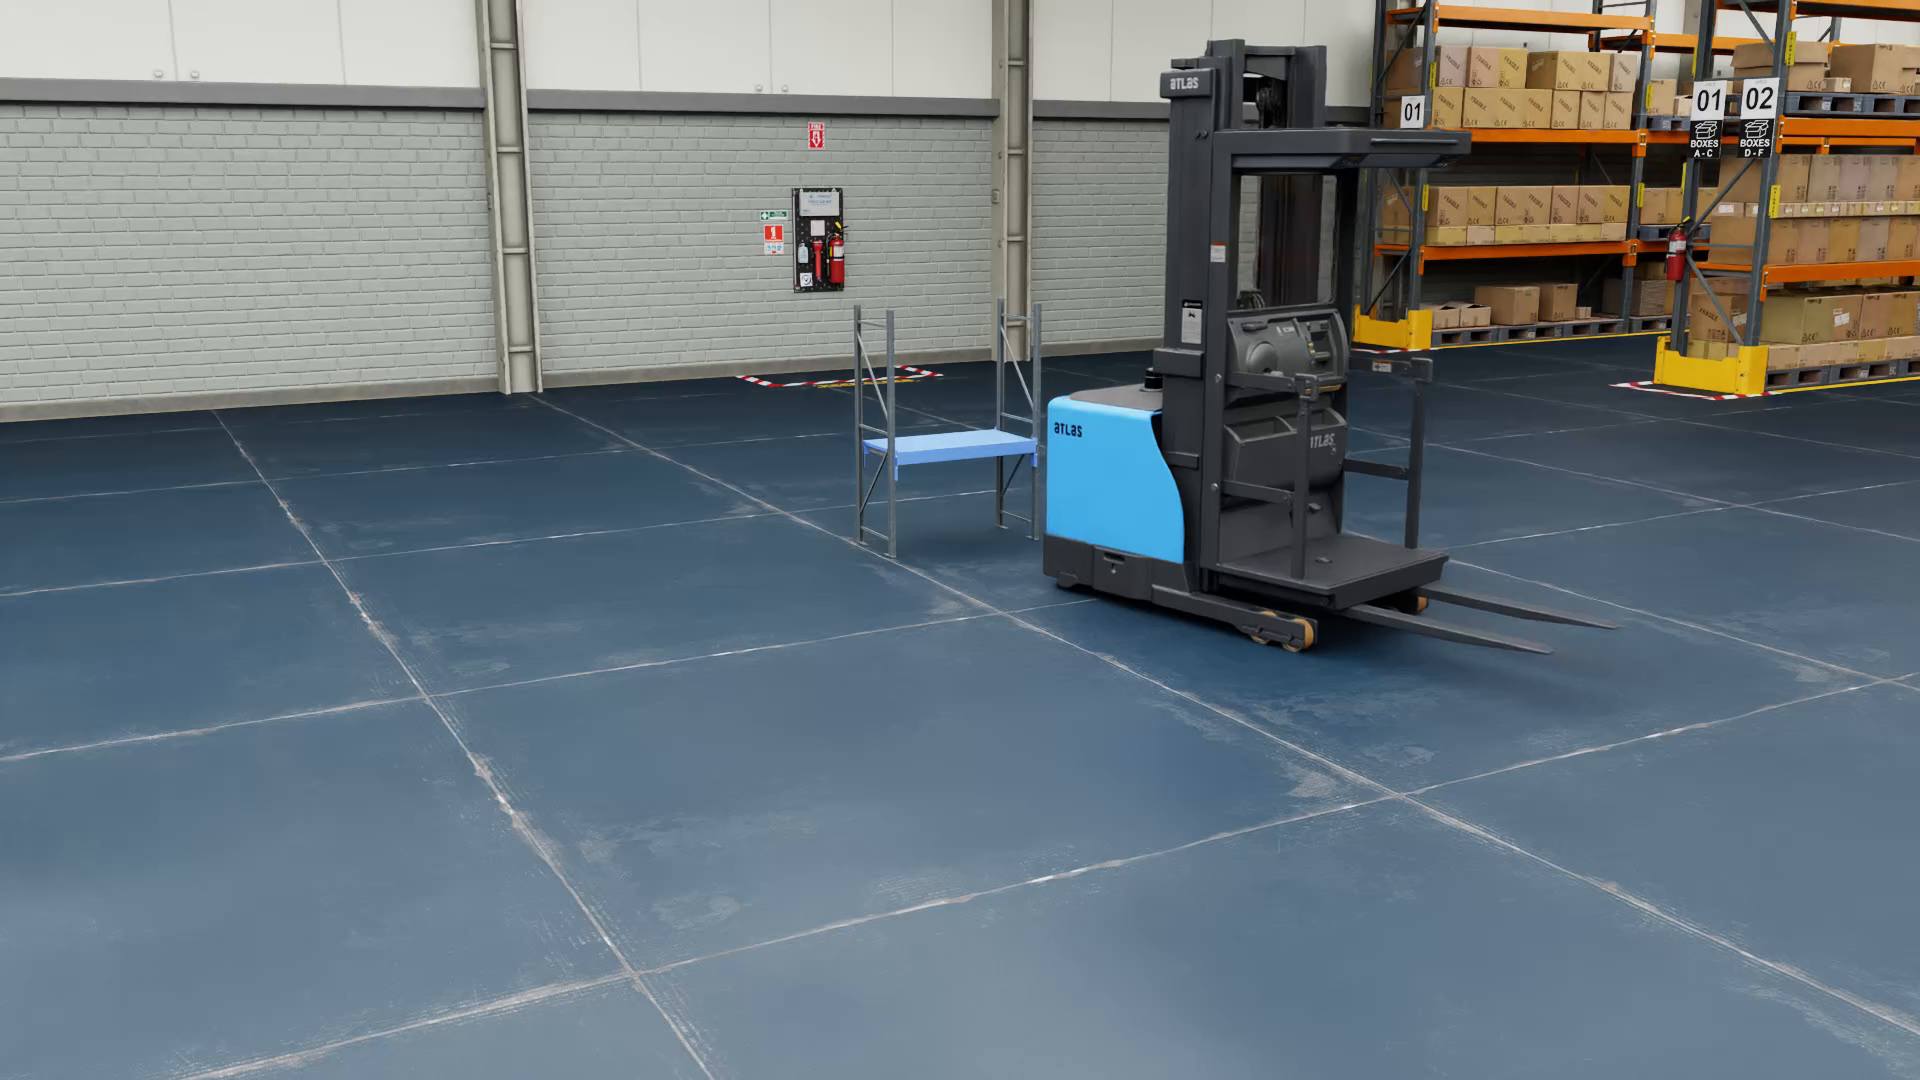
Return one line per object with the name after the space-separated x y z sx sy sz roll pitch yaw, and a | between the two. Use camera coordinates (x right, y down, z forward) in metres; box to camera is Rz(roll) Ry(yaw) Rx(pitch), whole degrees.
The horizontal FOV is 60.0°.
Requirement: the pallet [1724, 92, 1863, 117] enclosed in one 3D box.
8.695 -4.594 17.562 1.213 0.211 1.003 -7 14 -28 | pallet

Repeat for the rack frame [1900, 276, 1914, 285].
11.573 -3.525 19.443 0.127 3.000 1.000 -7 14 -28 | rack frame

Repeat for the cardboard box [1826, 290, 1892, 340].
9.957 -2.505 18.505 0.500 0.500 0.500 -7 14 -28 | cardboard box

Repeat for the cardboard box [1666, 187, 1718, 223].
10.716 -4.923 24.422 0.500 0.500 0.700 -5 14 -20 | cardboard box

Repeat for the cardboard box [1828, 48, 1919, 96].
10.067 -5.164 18.379 0.637 0.503 0.797 -5 14 -22 | cardboard box

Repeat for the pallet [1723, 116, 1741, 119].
10.698 -6.006 24.059 1.003 0.211 1.213 -7 14 -28 | pallet

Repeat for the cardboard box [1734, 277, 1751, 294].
11.592 -3.778 25.256 0.500 0.500 0.700 -7 14 -28 | cardboard box

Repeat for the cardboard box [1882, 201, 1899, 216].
10.090 -3.659 18.331 0.250 0.149 0.380 -6 14 -26 | cardboard box

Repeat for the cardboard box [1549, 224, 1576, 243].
8.050 -4.201 22.742 0.500 0.250 0.500 -7 14 -28 | cardboard box

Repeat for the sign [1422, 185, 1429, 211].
5.945 -4.377 21.253 0.005 0.325 0.100 -7 14 -28 | sign

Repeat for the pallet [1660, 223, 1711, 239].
10.989 -4.591 24.613 1.213 0.211 1.003 -7 14 -28 | pallet

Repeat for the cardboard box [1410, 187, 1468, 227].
6.248 -4.354 21.711 0.500 0.500 0.500 -7 14 -28 | cardboard box

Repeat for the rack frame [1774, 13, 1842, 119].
12.707 -7.827 24.894 0.127 3.000 1.000 -7 14 -28 | rack frame

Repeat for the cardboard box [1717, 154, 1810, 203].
8.524 -3.839 17.651 0.500 0.500 0.700 -7 14 -28 | cardboard box

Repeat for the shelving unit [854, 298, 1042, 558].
-0.075 -0.723 10.405 1.048 1.500 0.538 -7 14 -28 | shelving unit

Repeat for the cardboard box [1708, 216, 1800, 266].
8.478 -3.200 17.769 0.500 0.500 0.700 -7 14 -28 | cardboard box

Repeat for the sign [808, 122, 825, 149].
-1.623 -4.565 18.781 0.199 0.298 0.001 -7 14 -28 | sign

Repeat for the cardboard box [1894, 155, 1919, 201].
10.304 -4.053 18.606 0.500 0.500 0.700 -7 14 -28 | cardboard box

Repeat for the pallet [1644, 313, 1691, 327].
10.951 -3.331 24.928 1.213 0.211 1.003 -7 14 -28 | pallet

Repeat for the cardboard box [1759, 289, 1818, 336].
9.261 -2.556 18.732 0.500 0.500 0.500 -7 14 -28 | cardboard box

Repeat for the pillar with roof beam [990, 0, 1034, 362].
2.681 -5.765 15.731 0.400 9.000 9.100 -7 14 -28 | pillar with roof beam

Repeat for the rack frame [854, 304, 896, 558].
-0.521 -0.669 10.167 0.032 1.500 0.500 -7 14 -28 | rack frame

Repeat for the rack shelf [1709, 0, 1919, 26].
9.817 -5.696 17.972 4.000 0.370 1.077 -7 14 -28 | rack shelf

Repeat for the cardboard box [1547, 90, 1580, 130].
7.953 -5.785 22.376 0.500 0.500 0.500 -7 15 -30 | cardboard box

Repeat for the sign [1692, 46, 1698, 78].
7.814 -5.067 17.626 0.005 0.325 0.100 -7 14 -28 | sign

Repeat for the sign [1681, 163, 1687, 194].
7.814 -3.891 17.891 0.005 0.325 0.100 -7 14 -28 | sign

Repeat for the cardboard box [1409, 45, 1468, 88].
6.140 -6.062 21.333 0.500 0.500 0.500 -8 15 -32 | cardboard box

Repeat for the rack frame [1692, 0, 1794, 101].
8.062 -6.031 16.914 0.127 3.000 1.000 -7 14 -28 | rack frame

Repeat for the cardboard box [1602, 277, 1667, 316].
9.834 -3.556 24.267 0.500 0.500 0.700 -6 14 -26 | cardboard box

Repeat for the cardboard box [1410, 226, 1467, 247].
6.266 -3.986 21.784 0.500 0.250 0.500 -7 15 -29 | cardboard box

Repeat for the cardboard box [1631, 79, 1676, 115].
9.714 -6.239 23.483 0.500 0.500 0.500 -5 13 -20 | cardboard box

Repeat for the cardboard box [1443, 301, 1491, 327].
6.836 -3.077 22.573 0.500 0.311 0.500 -6 14 -23 | cardboard box

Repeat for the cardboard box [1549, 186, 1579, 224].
8.047 -4.568 22.665 0.500 0.500 0.500 -7 15 -29 | cardboard box

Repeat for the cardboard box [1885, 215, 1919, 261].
10.284 -3.418 18.736 0.500 0.500 0.700 -7 14 -27 | cardboard box

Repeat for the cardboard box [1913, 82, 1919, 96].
10.645 -4.960 18.282 0.250 0.149 0.380 -7 14 -28 | cardboard box

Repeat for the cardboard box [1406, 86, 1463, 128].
6.098 -5.568 21.413 0.500 0.500 0.500 -6 14 -26 | cardboard box

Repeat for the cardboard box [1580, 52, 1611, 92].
8.408 -6.325 22.498 0.500 0.500 0.500 -6 14 -25 | cardboard box

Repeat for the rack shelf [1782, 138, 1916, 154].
14.462 -6.223 26.237 4.000 0.370 1.077 -7 14 -28 | rack shelf

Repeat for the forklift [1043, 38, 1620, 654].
1.835 -1.006 8.404 1.130 2.935 3.031 -11 17 -41 | forklift

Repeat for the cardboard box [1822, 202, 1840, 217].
9.182 -3.550 17.847 0.250 0.149 0.380 -7 14 -29 | cardboard box

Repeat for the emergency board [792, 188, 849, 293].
-1.569 -3.415 18.954 0.643 1.169 0.194 -7 14 -28 | emergency board

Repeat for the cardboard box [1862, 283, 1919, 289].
11.016 -2.766 19.667 0.500 0.500 0.500 -7 14 -28 | cardboard box

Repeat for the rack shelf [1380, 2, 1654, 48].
7.441 -6.844 22.169 4.000 0.370 1.077 -7 14 -28 | rack shelf

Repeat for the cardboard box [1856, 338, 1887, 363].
9.957 -2.139 18.589 0.500 0.250 0.500 -7 14 -28 | cardboard box
